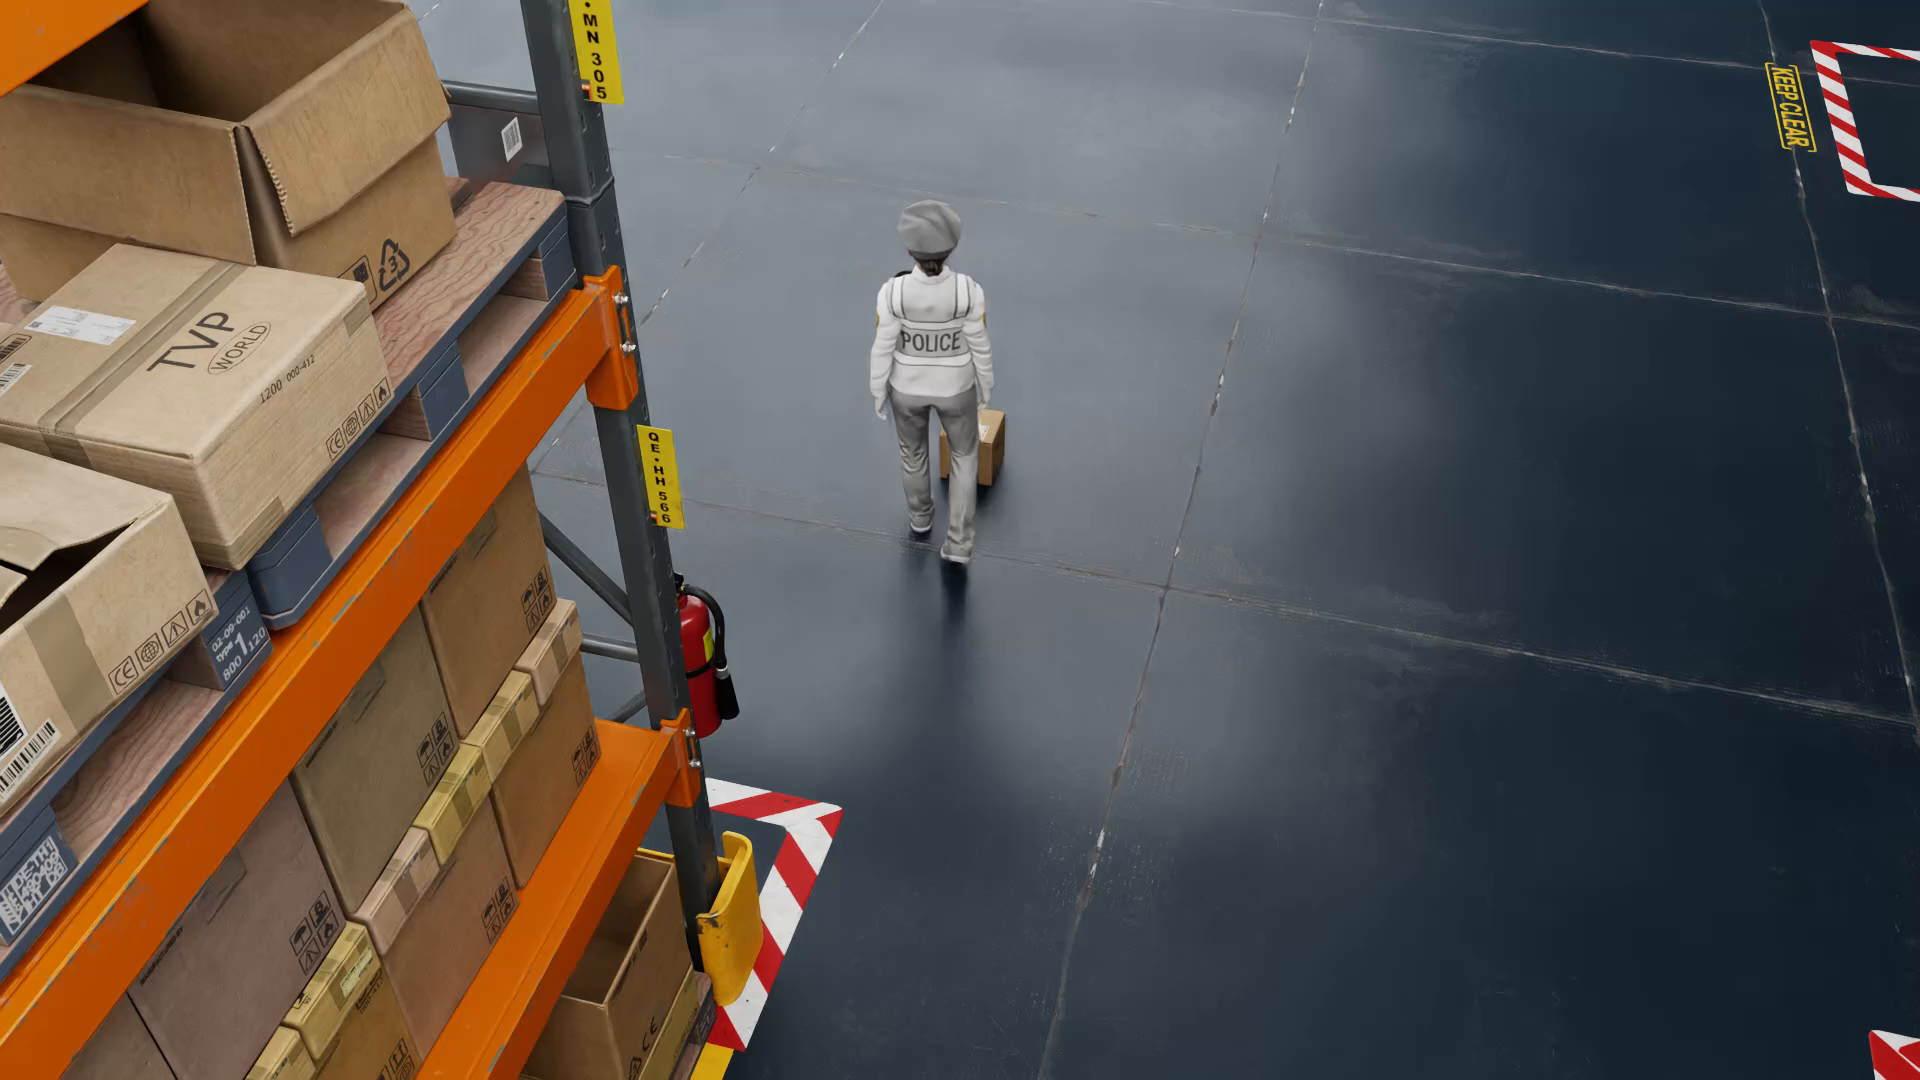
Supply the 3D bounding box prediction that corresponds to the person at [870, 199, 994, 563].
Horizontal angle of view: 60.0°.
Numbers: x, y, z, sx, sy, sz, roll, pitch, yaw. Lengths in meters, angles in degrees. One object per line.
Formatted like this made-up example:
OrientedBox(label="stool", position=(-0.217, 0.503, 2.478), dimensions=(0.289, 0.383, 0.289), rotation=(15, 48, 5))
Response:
OrientedBox(label="person", position=(-0.112, -0.635, 6.849), dimensions=(0.507, 1.677, 0.641), rotation=(1, 41, 1))
